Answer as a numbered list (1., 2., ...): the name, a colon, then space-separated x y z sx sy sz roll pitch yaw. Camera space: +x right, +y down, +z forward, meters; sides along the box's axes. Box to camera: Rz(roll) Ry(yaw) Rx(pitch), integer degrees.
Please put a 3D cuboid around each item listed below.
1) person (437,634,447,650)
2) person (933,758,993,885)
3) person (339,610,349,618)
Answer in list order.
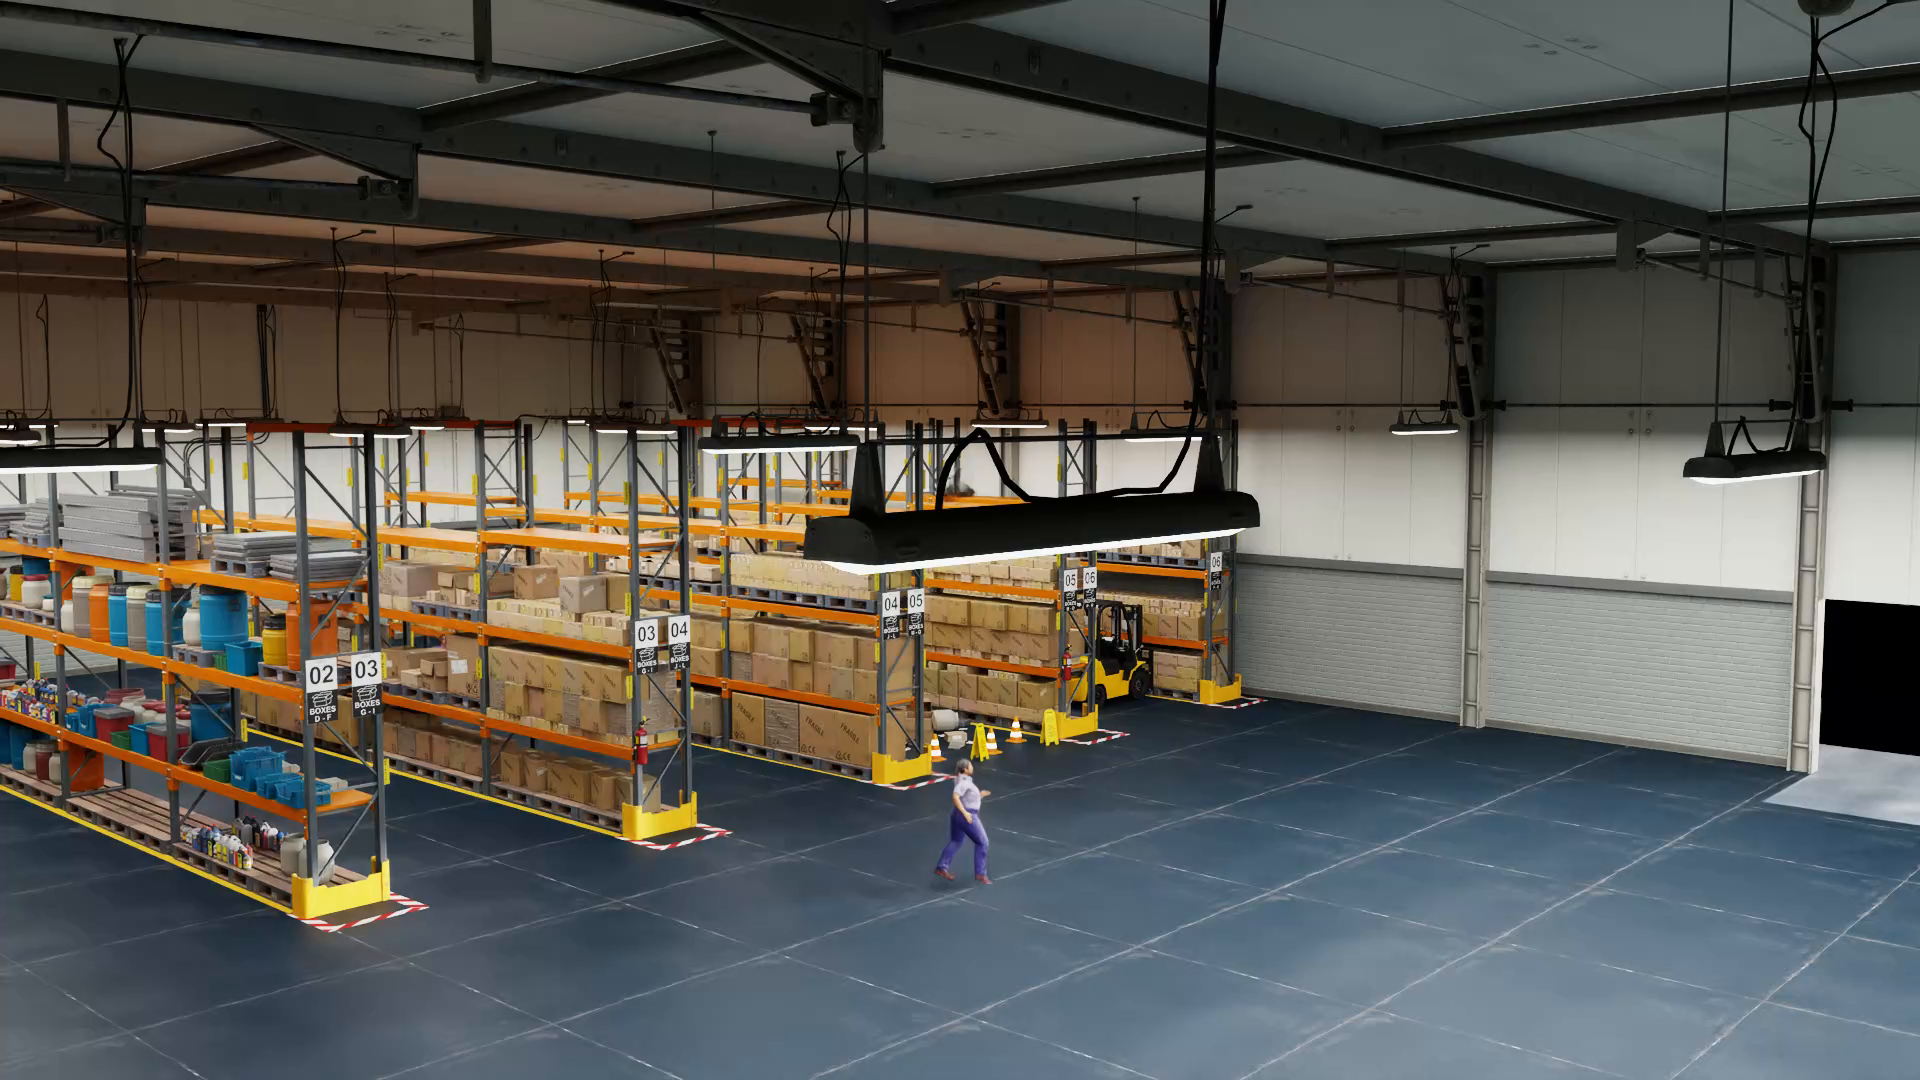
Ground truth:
1. person: -10.702 2.740 34.517 0.805 1.584 0.552 4 6 43
2. person: 0.043 3.727 21.901 0.770 1.696 0.580 -2 5 -22
3. person: -14.016 2.391 37.644 0.722 1.760 0.766 0 5 -2
